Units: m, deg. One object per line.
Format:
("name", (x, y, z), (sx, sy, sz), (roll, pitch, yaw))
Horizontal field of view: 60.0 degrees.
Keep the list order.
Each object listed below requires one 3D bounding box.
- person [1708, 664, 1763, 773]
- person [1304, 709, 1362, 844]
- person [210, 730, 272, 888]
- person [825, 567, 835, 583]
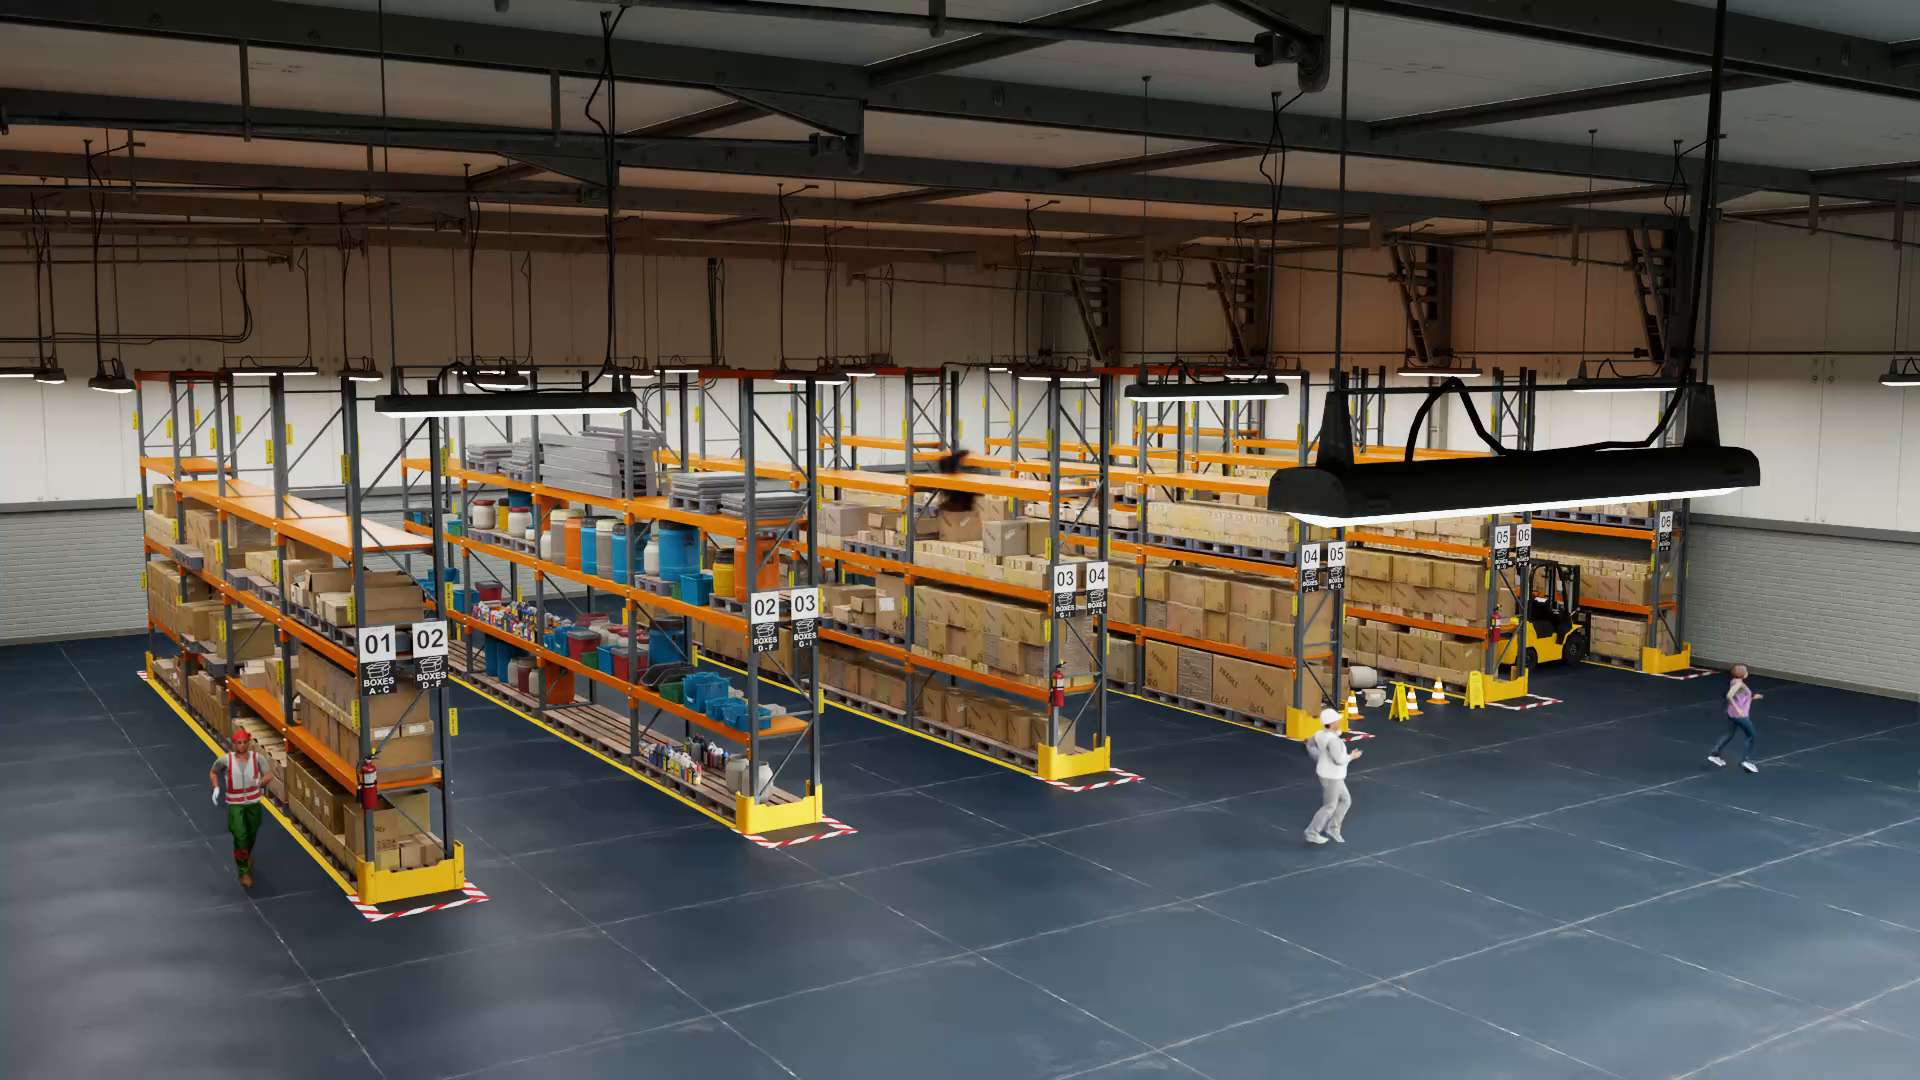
("person", (11.745, 2.695, 25.156), (0.737, 1.643, 0.510), (1, 6, 6))
("person", (4.778, 3.054, 21.324), (0.711, 1.814, 0.637), (0, 6, -1))
("person", (-8.598, 3.163, 19.950), (0.662, 1.797, 0.928), (-4, 8, -34))
("person", (-3.302, 0.766, 42.014), (0.572, 1.650, 0.564), (-6, 9, -42))
